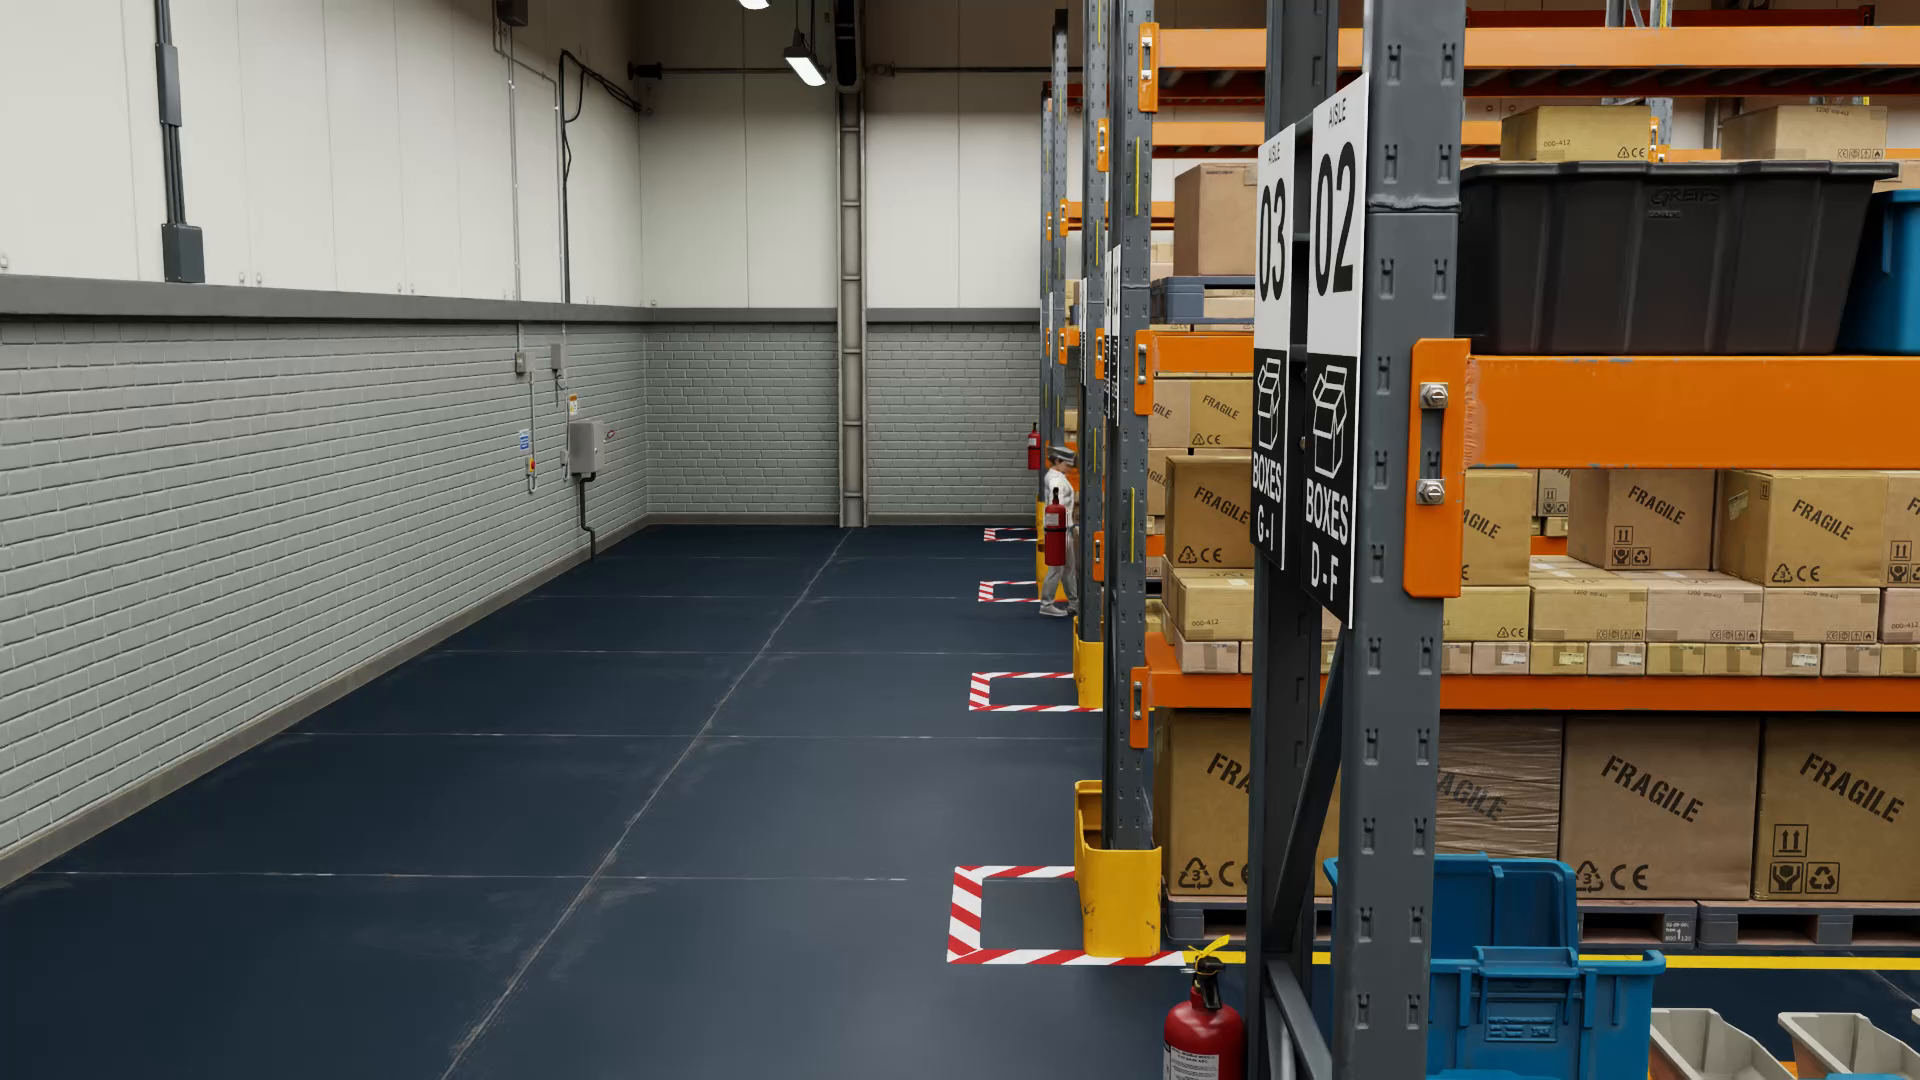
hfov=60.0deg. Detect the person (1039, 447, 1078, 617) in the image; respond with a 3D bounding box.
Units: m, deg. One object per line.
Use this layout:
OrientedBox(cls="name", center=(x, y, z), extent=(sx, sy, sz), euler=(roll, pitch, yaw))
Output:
OrientedBox(cls="person", center=(1.063, -0.073, 16.259), extent=(0.564, 1.684, 0.523), euler=(0, 7, -3))
